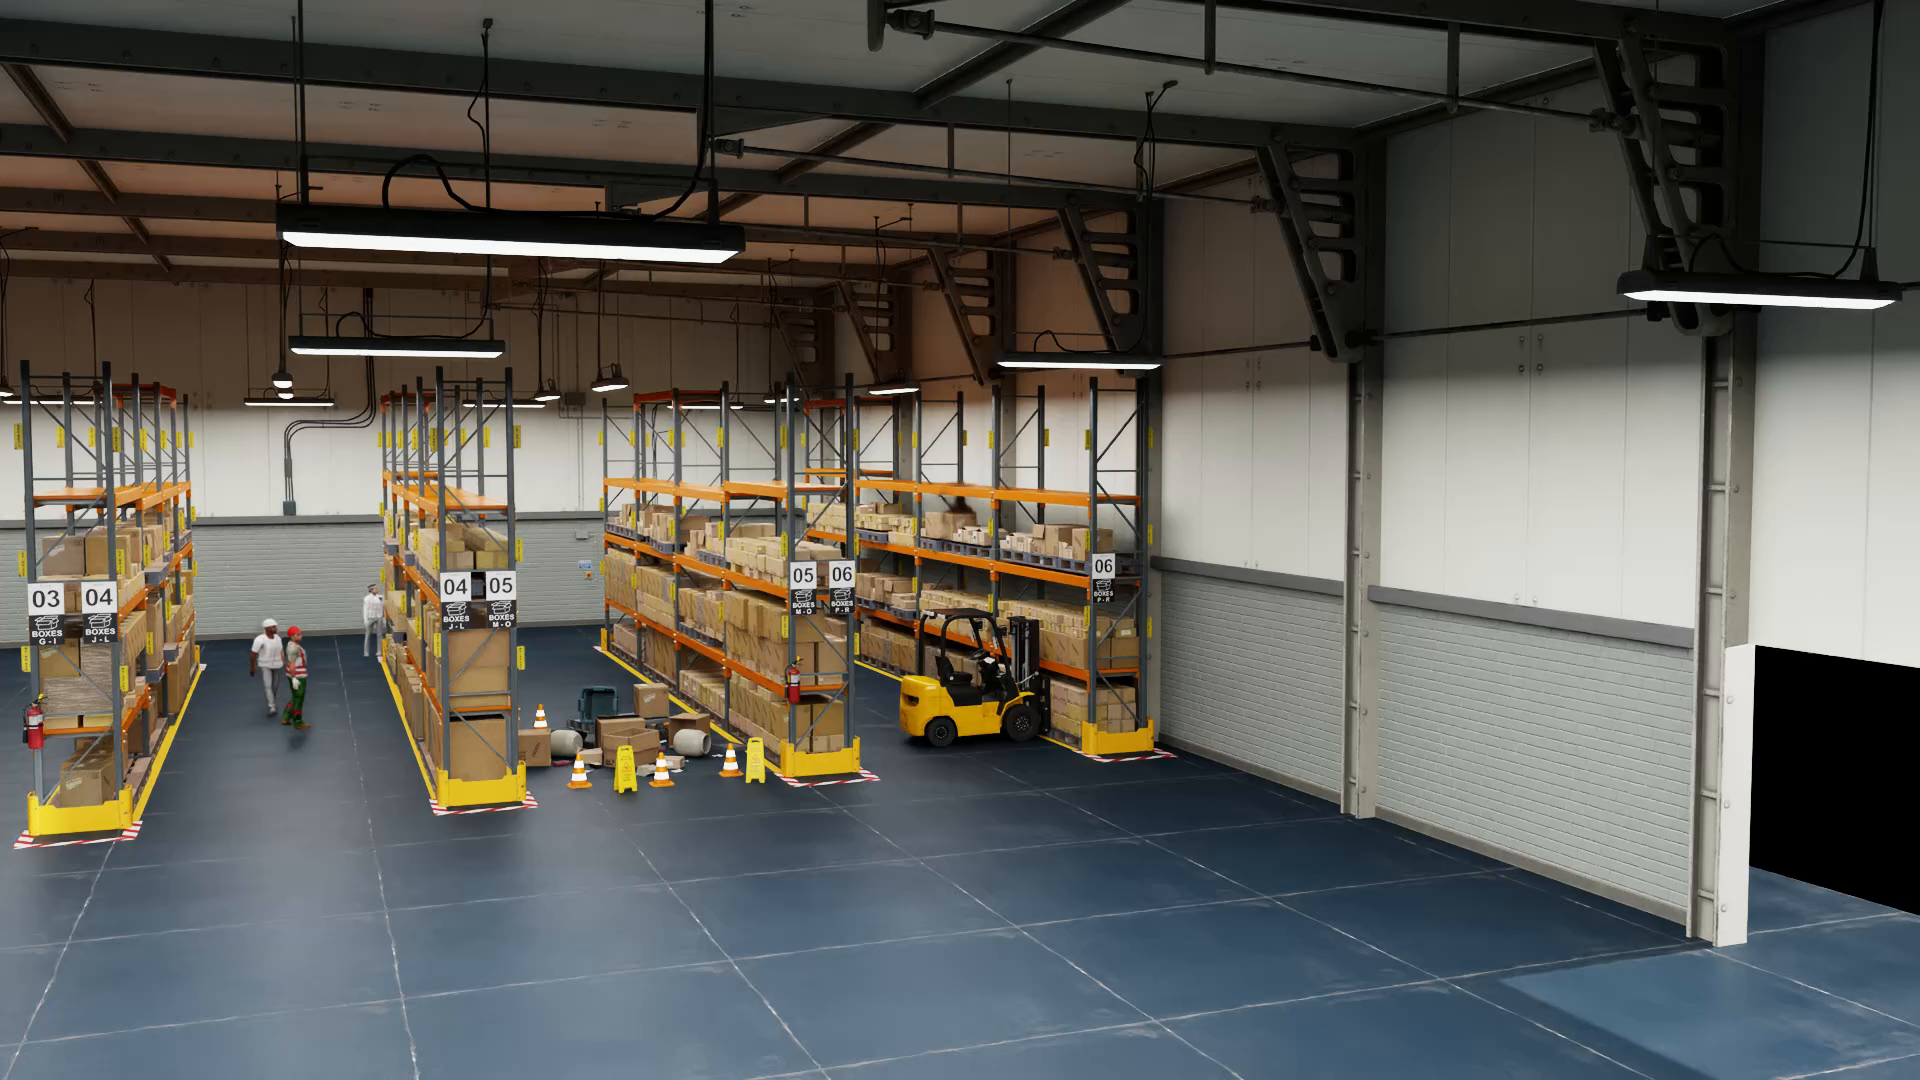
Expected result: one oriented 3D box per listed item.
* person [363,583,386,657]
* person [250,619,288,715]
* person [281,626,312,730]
[{"bbox_3d":[-13.604,1.837,38.620,0.522,1.698,0.350,-2,4,-26],"label":"person"},{"bbox_3d":[-12.650,2.304,30.425,0.639,1.714,1.097,-2,4,-35],"label":"person"},{"bbox_3d":[-11.454,2.373,28.672,0.492,1.795,0.598,-2,4,-35],"label":"person"}]
